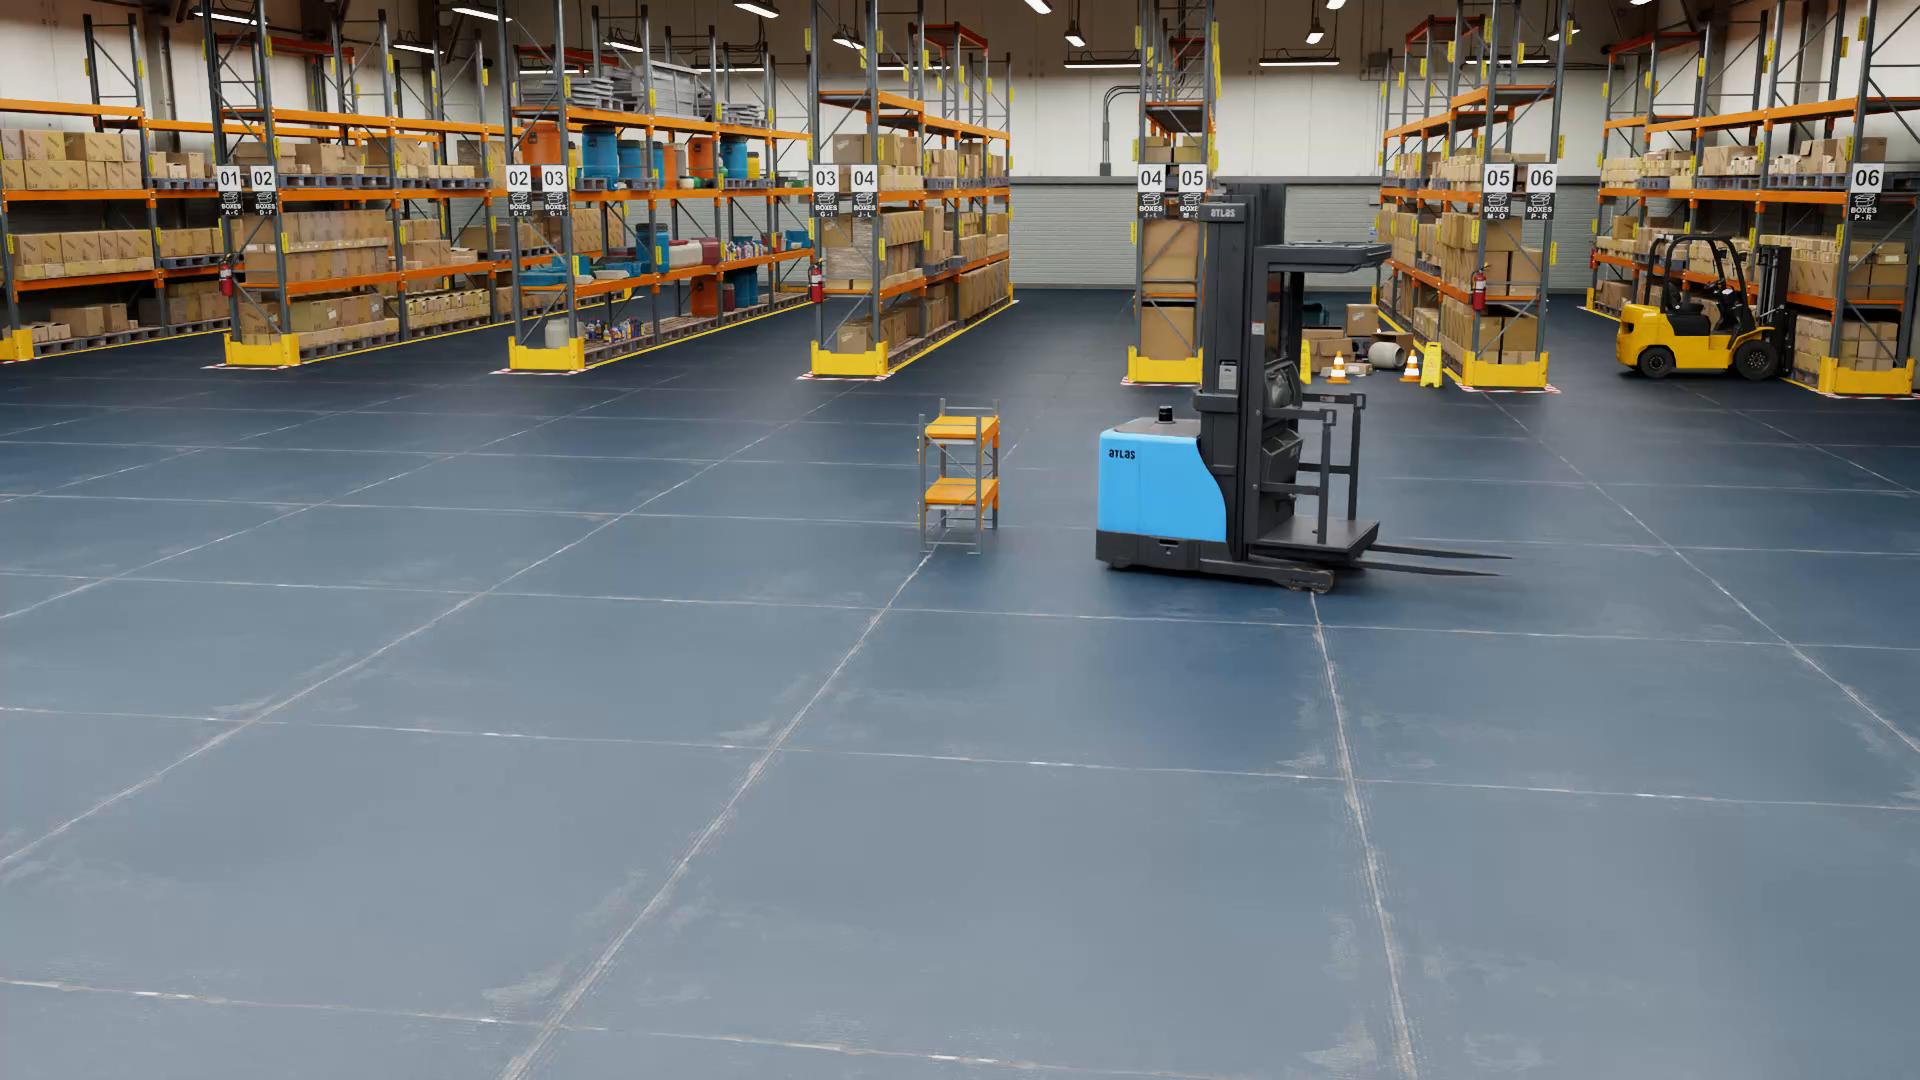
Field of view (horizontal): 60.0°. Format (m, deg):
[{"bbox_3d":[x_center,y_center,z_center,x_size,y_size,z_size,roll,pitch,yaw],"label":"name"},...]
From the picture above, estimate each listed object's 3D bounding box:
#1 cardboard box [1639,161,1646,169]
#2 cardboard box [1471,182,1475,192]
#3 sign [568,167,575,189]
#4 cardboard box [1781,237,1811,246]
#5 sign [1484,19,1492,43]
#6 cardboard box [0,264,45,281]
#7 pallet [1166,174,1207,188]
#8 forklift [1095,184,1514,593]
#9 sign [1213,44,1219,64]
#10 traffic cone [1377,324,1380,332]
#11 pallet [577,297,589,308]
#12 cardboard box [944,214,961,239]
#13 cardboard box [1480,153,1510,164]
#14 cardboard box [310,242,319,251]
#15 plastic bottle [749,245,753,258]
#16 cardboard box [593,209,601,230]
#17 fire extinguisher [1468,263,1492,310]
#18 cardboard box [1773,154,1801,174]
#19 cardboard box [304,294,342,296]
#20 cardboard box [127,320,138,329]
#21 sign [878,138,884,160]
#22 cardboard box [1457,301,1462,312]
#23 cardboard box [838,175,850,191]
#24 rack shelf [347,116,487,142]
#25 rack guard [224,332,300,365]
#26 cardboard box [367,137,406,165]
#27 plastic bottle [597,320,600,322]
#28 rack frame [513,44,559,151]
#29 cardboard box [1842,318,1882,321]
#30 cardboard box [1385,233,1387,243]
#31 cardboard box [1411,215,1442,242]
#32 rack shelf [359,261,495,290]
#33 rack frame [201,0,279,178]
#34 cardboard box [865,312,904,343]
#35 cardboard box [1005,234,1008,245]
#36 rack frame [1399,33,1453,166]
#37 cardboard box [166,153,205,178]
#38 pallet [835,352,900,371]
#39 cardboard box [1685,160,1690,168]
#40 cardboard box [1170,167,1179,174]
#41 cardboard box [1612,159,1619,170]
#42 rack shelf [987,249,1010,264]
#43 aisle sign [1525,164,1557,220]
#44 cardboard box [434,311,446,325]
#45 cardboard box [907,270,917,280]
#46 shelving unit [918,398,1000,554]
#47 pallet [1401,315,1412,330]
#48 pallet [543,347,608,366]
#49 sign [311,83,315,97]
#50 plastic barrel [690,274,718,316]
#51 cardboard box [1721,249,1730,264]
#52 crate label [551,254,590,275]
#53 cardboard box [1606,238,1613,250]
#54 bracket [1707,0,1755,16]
[{"bbox_3d":[14.318,-7.781,34.513,0.380,0.149,0.250,2,12,10],"label":"cardboard box"},{"bbox_3d":[8.002,-5.386,25.340,0.380,0.149,0.250,2,12,8],"label":"cardboard box"},{"bbox_3d":[-6.096,-5.681,26.094,0.100,0.325,0.005,2,12,9],"label":"sign"},{"bbox_3d":[13.090,-4.659,26.009,0.380,0.149,0.250,2,12,8],"label":"cardboard box"},{"bbox_3d":[7.502,-7.237,23.619,0.100,0.325,0.005,2,12,9],"label":"sign"},{"bbox_3d":[-16.040,-4.578,28.425,0.500,0.250,0.500,2,12,7],"label":"cardboard box"},{"bbox_3d":[3.429,-5.719,26.503,1.003,0.211,1.213,2,12,9],"label":"pallet"},{"bbox_3d":[2.615,-1.170,12.465,3.031,2.935,1.130,6,13,25],"label":"forklift"},{"bbox_3d":[4.300,-8.163,27.919,0.100,0.325,0.005,2,12,9],"label":"sign"},{"bbox_3d":[7.469,-3.644,29.802,0.336,0.463,0.334,2,12,9],"label":"traffic cone"},{"bbox_3d":[-9.581,-5.668,39.794,1.003,0.211,1.213,2,12,9],"label":"pallet"},{"bbox_3d":[-0.386,-6.425,34.068,0.797,0.503,0.637,2,12,11],"label":"cardboard box"},{"bbox_3d":[7.807,-5.561,24.261,0.380,0.149,0.250,2,12,9],"label":"cardboard box"},{"bbox_3d":[-11.141,-4.991,28.253,0.380,0.149,0.250,2,12,8],"label":"cardboard box"},{"bbox_3d":[-4.669,-6.393,36.833,0.152,0.276,0.135,2,12,9],"label":"plastic bottle"},{"bbox_3d":[-9.100,-7.837,40.628,0.500,0.500,0.500,2,12,10],"label":"cardboard box"},{"bbox_3d":[7.574,-3.701,24.230,0.296,0.674,0.183,2,12,9],"label":"fire extinguisher"},{"bbox_3d":[13.199,-5.932,26.256,0.500,0.311,0.500,2,12,10],"label":"cardboard box"},{"bbox_3d":[-11.452,-4.156,29.909,0.500,0.500,0.500,2,12,9],"label":"cardboard box"},{"bbox_3d":[-15.866,-4.101,31.582,0.380,0.166,0.250,0,12,1],"label":"cardboard box"},{"bbox_3d":[-1.209,-5.945,25.264,0.100,0.325,0.005,2,12,9],"label":"sign"},{"bbox_3d":[7.987,-3.653,26.036,0.380,0.149,0.250,2,12,11],"label":"cardboard box"},{"bbox_3d":[-1.922,-5.570,25.957,0.500,0.250,0.500,2,12,10],"label":"cardboard box"},{"bbox_3d":[-10.610,-8.025,32.528,1.077,0.370,4.000,2,12,9],"label":"rack shelf"},{"bbox_3d":[-11.537,-3.164,27.486,1.175,0.500,0.348,2,12,9],"label":"rack guard"},{"bbox_3d":[-10.784,-7.315,31.276,0.500,0.500,0.500,2,12,9],"label":"cardboard box"},{"bbox_3d":[-6.529,-3.825,30.044,0.152,0.276,0.135,2,12,11],"label":"plastic bottle"},{"bbox_3d":[-9.687,-9.821,38.205,1.000,3.000,0.127,2,12,9],"label":"rack frame"},{"bbox_3d":[13.286,-3.136,24.580,0.500,0.250,0.500,2,12,9],"label":"cardboard box"},{"bbox_3d":[9.943,-6.720,37.819,0.500,0.500,0.500,2,12,11],"label":"cardboard box"},{"bbox_3d":[9.098,-6.067,32.413,0.500,0.500,0.500,2,12,7],"label":"cardboard box"},{"bbox_3d":[-10.610,-5.288,33.117,1.077,0.370,4.000,2,12,9],"label":"rack shelf"},{"bbox_3d":[-11.533,-7.323,26.614,1.000,3.000,0.127,2,12,9],"label":"rack frame"},{"bbox_3d":[-1.312,-3.683,28.901,0.500,0.500,0.500,6,14,27],"label":"cardboard box"},{"bbox_3d":[0.903,-7.362,40.684,0.500,0.250,0.500,2,12,8],"label":"cardboard box"},{"bbox_3d":[9.893,-9.178,35.222,1.000,3.000,0.127,2,12,9],"label":"rack frame"},{"bbox_3d":[-15.460,-7.471,33.187,0.500,0.500,0.500,1,12,7],"label":"cardboard box"},{"bbox_3d":[-1.574,-2.889,26.900,1.003,0.211,1.213,2,12,9],"label":"pallet"},{"bbox_3d":[14.079,-7.176,31.753,0.380,0.149,0.250,1,12,7],"label":"cardboard box"},{"bbox_3d":[3.706,-6.519,29.125,0.500,0.250,0.500,2,12,9],"label":"cardboard box"},{"bbox_3d":[14.936,-8.407,37.225,0.500,0.250,0.500,2,12,8],"label":"cardboard box"},{"bbox_3d":[0.408,-6.631,39.352,1.077,0.370,4.000,2,12,9],"label":"rack shelf"},{"bbox_3d":[8.344,-4.996,23.883,0.394,0.787,0.004,2,12,9],"label":"aisle sign"},{"bbox_3d":[-10.454,-4.375,32.702,0.500,0.250,0.500,1,12,7],"label":"cardboard box"},{"bbox_3d":[-0.947,-4.567,28.661,0.380,0.149,0.250,2,12,9],"label":"cardboard box"},{"bbox_3d":[0.001,-0.551,13.881,0.538,1.125,1.048,2,12,9],"label":"shelving unit"},{"bbox_3d":[9.663,-4.465,34.210,1.003,0.211,1.213,2,12,9],"label":"pallet"},{"bbox_3d":[-6.544,-3.052,27.656,1.003,0.211,1.213,2,12,9],"label":"pallet"},{"bbox_3d":[-15.127,-10.538,38.938,0.100,0.325,0.005,2,12,9],"label":"sign"},{"bbox_3d":[-5.350,-5.141,34.885,0.600,0.830,0.708,2,12,9],"label":"plastic barrel"},{"bbox_3d":[13.547,-4.915,28.851,0.500,0.250,0.500,2,12,10],"label":"cardboard box"},{"bbox_3d":[-6.623,-4.638,28.312,0.502,0.435,0.616,2,12,9],"label":"crate label"},{"bbox_3d":[14.925,-6.694,37.585,0.500,0.250,0.500,2,12,8],"label":"cardboard box"},{"bbox_3d":[14.982,-10.279,31.785,0.076,0.066,4.783,2,12,9],"label":"bracket"}]
